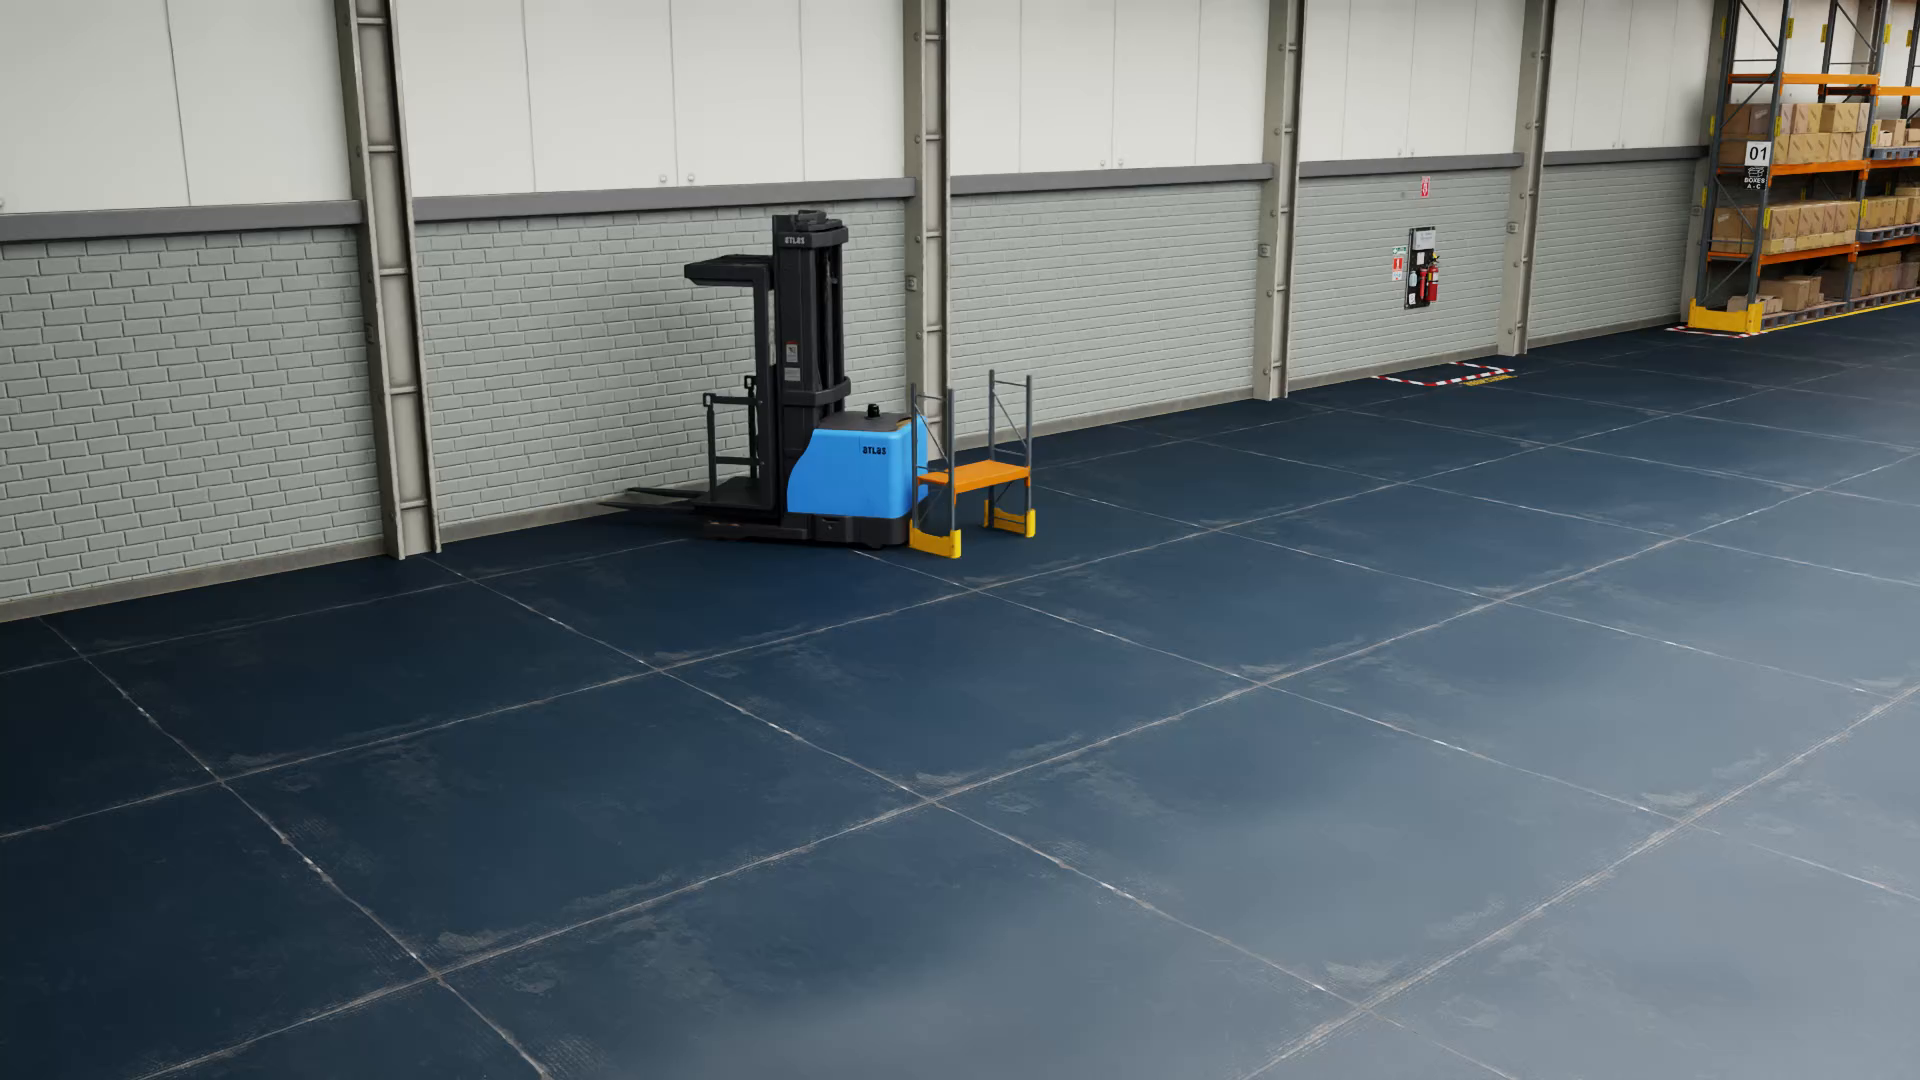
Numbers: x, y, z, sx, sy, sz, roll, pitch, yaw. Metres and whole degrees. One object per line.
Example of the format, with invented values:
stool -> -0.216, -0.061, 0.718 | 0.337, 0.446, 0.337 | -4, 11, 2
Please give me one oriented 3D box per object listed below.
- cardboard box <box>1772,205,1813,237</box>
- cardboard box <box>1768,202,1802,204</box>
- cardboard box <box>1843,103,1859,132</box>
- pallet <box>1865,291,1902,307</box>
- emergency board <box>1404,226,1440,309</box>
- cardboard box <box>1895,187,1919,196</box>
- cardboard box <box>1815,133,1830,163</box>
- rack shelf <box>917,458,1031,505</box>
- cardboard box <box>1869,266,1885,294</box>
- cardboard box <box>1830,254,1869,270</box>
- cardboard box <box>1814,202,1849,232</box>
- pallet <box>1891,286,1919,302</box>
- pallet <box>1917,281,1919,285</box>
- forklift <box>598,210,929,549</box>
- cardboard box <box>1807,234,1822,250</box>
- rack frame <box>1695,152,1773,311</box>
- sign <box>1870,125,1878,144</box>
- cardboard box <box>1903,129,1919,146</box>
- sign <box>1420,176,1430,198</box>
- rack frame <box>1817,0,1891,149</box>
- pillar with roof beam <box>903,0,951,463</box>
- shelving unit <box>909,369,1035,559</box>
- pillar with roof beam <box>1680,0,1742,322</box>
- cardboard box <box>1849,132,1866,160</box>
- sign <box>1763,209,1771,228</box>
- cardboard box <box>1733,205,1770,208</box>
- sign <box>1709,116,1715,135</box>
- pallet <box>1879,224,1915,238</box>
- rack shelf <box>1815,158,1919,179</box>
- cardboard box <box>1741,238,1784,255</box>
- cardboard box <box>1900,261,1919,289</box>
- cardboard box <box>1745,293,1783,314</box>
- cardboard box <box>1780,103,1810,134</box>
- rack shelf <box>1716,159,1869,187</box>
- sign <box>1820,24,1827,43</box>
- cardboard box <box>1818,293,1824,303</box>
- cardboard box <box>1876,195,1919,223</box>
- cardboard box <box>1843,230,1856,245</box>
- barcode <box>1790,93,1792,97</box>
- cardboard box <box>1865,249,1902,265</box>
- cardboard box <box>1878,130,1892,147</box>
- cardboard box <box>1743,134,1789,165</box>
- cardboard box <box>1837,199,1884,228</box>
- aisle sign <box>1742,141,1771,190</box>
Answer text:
cardboard box -> 14.598, -5.608, 29.230 | 0.500, 0.500, 0.500 | -13, 20, -41
cardboard box -> 15.021, -5.886, 30.270 | 0.500, 0.500, 0.500 | -12, 19, -38
cardboard box -> 15.677, -7.552, 29.729 | 0.500, 0.500, 0.500 | -11, 19, -36
pallet -> 17.792, -4.788, 32.766 | 1.213, 0.211, 1.003 | -13, 19, -39
emergency board -> 6.812, -3.977, 24.326 | 0.643, 1.169, 0.194 | -13, 19, -39
cardboard box -> 18.829, -6.925, 33.061 | 0.380, 0.149, 0.250 | 12, 19, 38
cardboard box -> 14.892, -6.900, 29.226 | 0.500, 0.500, 0.500 | -11, 19, -36
rack shelf -> 0.110, -0.537, 15.050 | 0.538, 0.185, 1.000 | 14, 20, 42
cardboard box -> 17.598, -5.104, 32.537 | 0.500, 0.500, 0.700 | -12, 19, -39
cardboard box -> 17.160, -5.366, 32.063 | 0.500, 0.250, 0.500 | -13, 20, -41
cardboard box -> 15.759, -5.869, 30.208 | 0.500, 0.500, 0.500 | -13, 20, -40
pallet -> 18.712, -4.994, 33.536 | 1.213, 0.211, 1.003 | -13, 19, -39
pallet -> 19.947, -5.245, 34.475 | 1.213, 0.211, 1.003 | -13, 19, -39
forklift -> -1.865, -1.527, 15.286 | 3.031, 2.935, 1.130 | 4, 15, 14
cardboard box -> 14.998, -5.337, 29.669 | 0.500, 0.250, 0.500 | -12, 19, -39
rack frame -> 13.268, -5.118, 28.597 | 0.127, 3.000, 1.000 | -13, 19, -39
sign -> 16.647, -7.390, 30.289 | 0.005, 0.325, 0.100 | -13, 19, -39
cardboard box -> 18.264, -7.780, 32.513 | 0.637, 0.503, 0.797 | -9, 18, -32
sign -> 6.741, -5.115, 24.095 | 0.199, 0.298, 0.001 | -13, 19, -39
rack frame -> 16.285, -8.694, 30.359 | 0.127, 3.000, 1.000 | -13, 19, -39
pillar with roof beam -> 2.475, -4.416, 14.344 | 0.400, 9.000, 9.100 | -13, 19, -39
shelving unit -> 0.117, -0.712, 15.010 | 0.587, 1.500, 1.083 | 14, 20, 42
pillar with roof beam -> 16.054, -7.465, 25.759 | 0.400, 9.000, 9.100 | -13, 19, -39
cardboard box -> 16.065, -7.168, 30.229 | 0.500, 0.500, 0.500 | -12, 19, -38
sign -> 13.624, -5.430, 28.090 | 0.005, 0.325, 0.100 | -13, 19, -39
cardboard box -> 13.870, -5.622, 29.283 | 0.500, 0.500, 0.500 | -12, 19, -39
sign -> 12.918, -7.106, 28.513 | 0.005, 0.325, 0.100 | -13, 19, -39
pallet -> 17.836, -6.037, 32.410 | 1.213, 0.211, 1.003 | -13, 19, -39
rack shelf -> 17.794, -7.236, 32.108 | 4.000, 0.370, 1.077 | -13, 19, -39
cardboard box -> 13.844, -5.076, 28.691 | 0.500, 0.250, 0.500 | -13, 20, -41
cardboard box -> 18.794, -5.346, 33.441 | 0.500, 0.500, 0.700 | -12, 19, -39
cardboard box -> 14.279, -4.227, 29.622 | 0.500, 0.311, 0.500 | -11, 18, -35
cardboard box -> 14.129, -7.201, 28.414 | 0.500, 0.500, 0.500 | -13, 20, -40
rack shelf -> 14.776, -6.558, 29.571 | 4.000, 0.370, 1.077 | -13, 19, -39
sign -> 15.917, -9.328, 30.619 | 0.005, 0.325, 0.100 | -13, 19, -39
cardboard box -> 15.901, -4.542, 31.081 | 0.380, 0.166, 0.250 | 13, 20, 40
cardboard box -> 18.551, -6.552, 32.921 | 0.700, 0.500, 0.500 | 14, 20, 42
cardboard box -> 16.127, -5.593, 30.629 | 0.500, 0.250, 0.500 | -13, 19, -39
barcode -> 14.954, -8.011, 29.933 | 0.075, 0.075, 0.001 | -13, 19, -39
cardboard box -> 18.323, -5.624, 33.029 | 0.500, 0.250, 0.500 | -12, 19, -38
cardboard box -> 17.215, -7.586, 31.383 | 0.500, 0.311, 0.500 | -12, 19, -38
cardboard box -> 13.684, -6.633, 28.224 | 0.500, 0.500, 0.500 | -12, 19, -38
cardboard box -> 17.118, -6.229, 31.711 | 0.500, 0.500, 0.700 | -10, 18, -34
aisle sign -> 13.410, -6.303, 27.997 | 0.004, 0.787, 0.394 | -13, 19, -39
